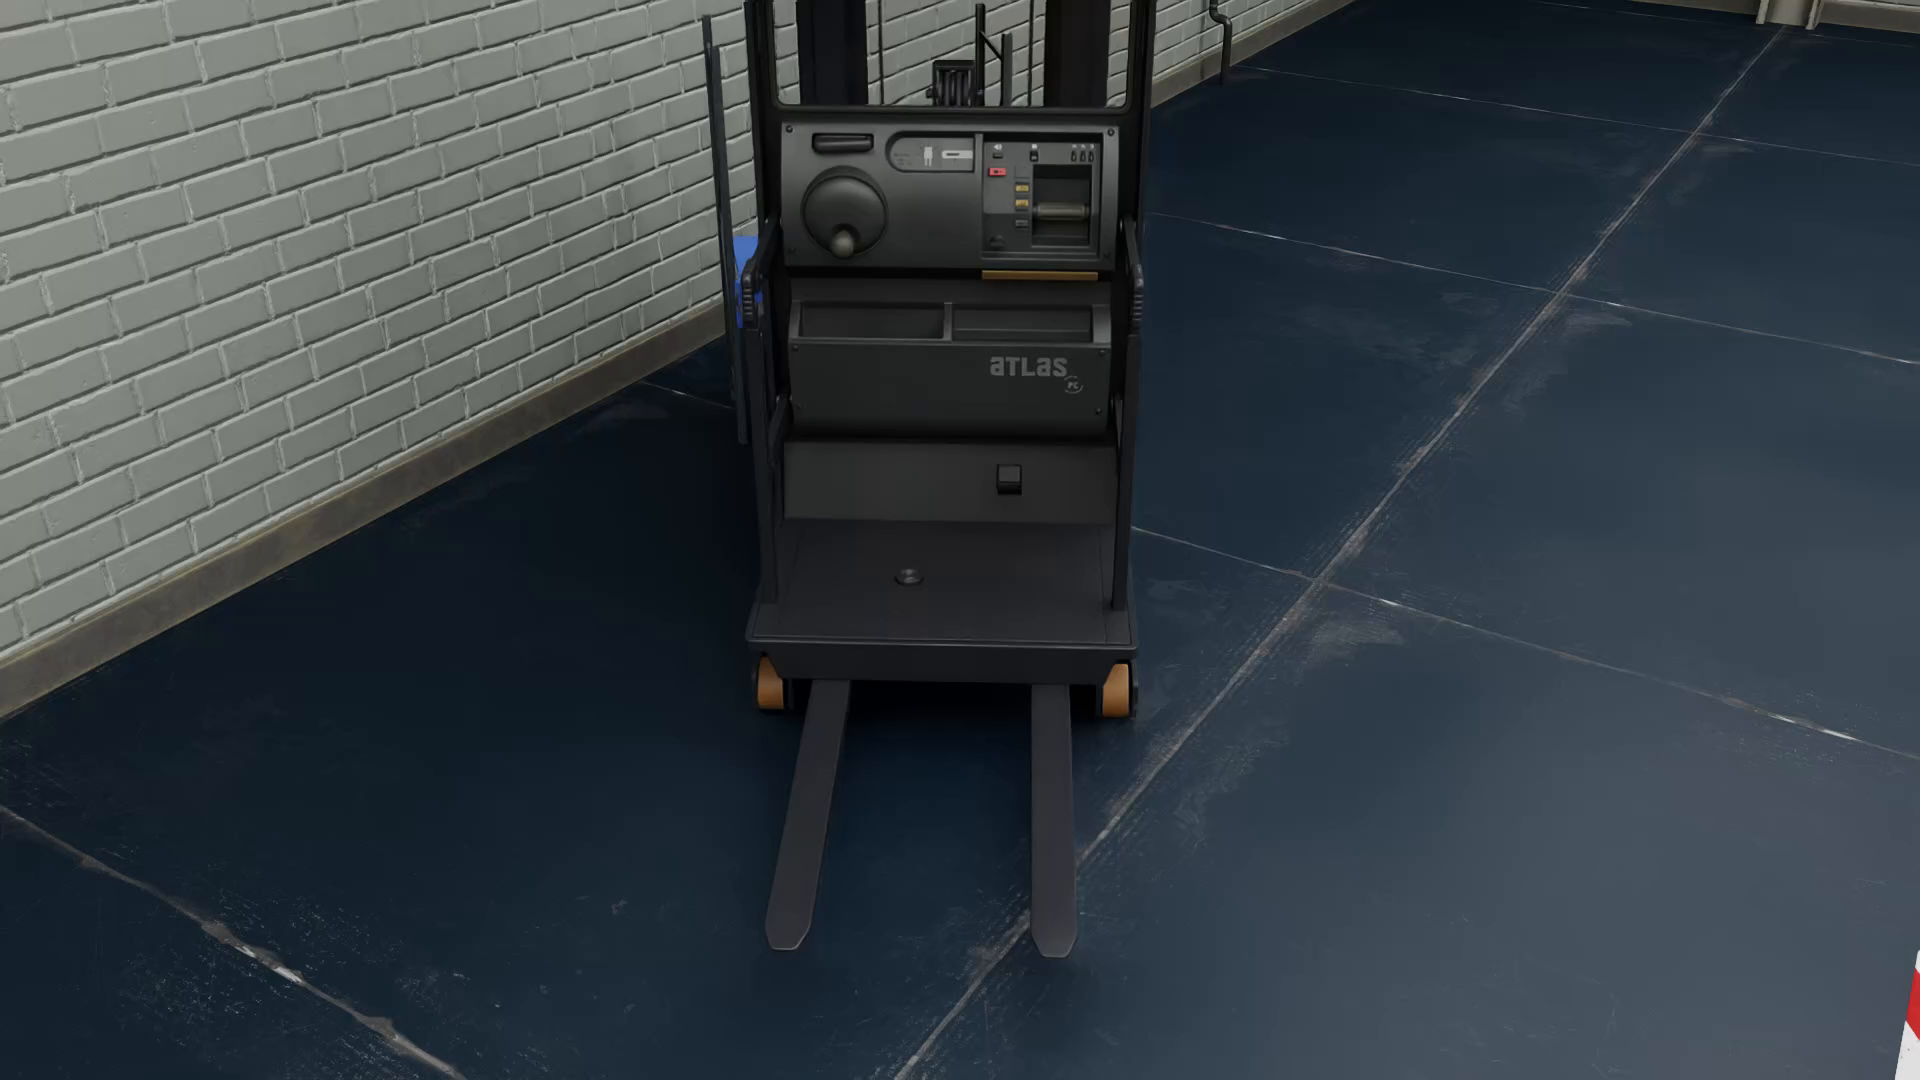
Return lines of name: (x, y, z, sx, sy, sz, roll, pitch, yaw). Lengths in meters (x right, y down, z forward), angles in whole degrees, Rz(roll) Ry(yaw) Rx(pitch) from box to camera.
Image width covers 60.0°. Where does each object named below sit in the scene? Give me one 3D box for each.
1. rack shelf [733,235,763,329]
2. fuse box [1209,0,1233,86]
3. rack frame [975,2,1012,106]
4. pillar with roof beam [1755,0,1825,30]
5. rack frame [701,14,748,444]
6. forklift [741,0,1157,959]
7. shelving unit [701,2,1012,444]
rack shelf: (-0.379, -1.034, 6.391, 1.000, 0.185, 0.538, -6, 31, -9)
fuse box: (1.757, -3.710, 10.412, 0.414, 1.711, 0.539, 18, 35, 27)
rack frame: (0.120, -1.238, 6.384, 0.032, 1.500, 0.500, -6, 31, -9)
pillar with roof beam: (3.847, -5.889, 6.914, 0.400, 9.000, 9.100, 18, 35, 27)
rack frame: (-0.878, -1.141, 6.217, 0.032, 1.500, 0.500, -6, 31, -9)
forklift: (-0.035, -0.910, 4.402, 1.130, 2.935, 3.031, 1, 30, 2)
shelving unit: (-0.379, -1.189, 6.300, 1.048, 1.500, 0.538, -6, 31, -9)
